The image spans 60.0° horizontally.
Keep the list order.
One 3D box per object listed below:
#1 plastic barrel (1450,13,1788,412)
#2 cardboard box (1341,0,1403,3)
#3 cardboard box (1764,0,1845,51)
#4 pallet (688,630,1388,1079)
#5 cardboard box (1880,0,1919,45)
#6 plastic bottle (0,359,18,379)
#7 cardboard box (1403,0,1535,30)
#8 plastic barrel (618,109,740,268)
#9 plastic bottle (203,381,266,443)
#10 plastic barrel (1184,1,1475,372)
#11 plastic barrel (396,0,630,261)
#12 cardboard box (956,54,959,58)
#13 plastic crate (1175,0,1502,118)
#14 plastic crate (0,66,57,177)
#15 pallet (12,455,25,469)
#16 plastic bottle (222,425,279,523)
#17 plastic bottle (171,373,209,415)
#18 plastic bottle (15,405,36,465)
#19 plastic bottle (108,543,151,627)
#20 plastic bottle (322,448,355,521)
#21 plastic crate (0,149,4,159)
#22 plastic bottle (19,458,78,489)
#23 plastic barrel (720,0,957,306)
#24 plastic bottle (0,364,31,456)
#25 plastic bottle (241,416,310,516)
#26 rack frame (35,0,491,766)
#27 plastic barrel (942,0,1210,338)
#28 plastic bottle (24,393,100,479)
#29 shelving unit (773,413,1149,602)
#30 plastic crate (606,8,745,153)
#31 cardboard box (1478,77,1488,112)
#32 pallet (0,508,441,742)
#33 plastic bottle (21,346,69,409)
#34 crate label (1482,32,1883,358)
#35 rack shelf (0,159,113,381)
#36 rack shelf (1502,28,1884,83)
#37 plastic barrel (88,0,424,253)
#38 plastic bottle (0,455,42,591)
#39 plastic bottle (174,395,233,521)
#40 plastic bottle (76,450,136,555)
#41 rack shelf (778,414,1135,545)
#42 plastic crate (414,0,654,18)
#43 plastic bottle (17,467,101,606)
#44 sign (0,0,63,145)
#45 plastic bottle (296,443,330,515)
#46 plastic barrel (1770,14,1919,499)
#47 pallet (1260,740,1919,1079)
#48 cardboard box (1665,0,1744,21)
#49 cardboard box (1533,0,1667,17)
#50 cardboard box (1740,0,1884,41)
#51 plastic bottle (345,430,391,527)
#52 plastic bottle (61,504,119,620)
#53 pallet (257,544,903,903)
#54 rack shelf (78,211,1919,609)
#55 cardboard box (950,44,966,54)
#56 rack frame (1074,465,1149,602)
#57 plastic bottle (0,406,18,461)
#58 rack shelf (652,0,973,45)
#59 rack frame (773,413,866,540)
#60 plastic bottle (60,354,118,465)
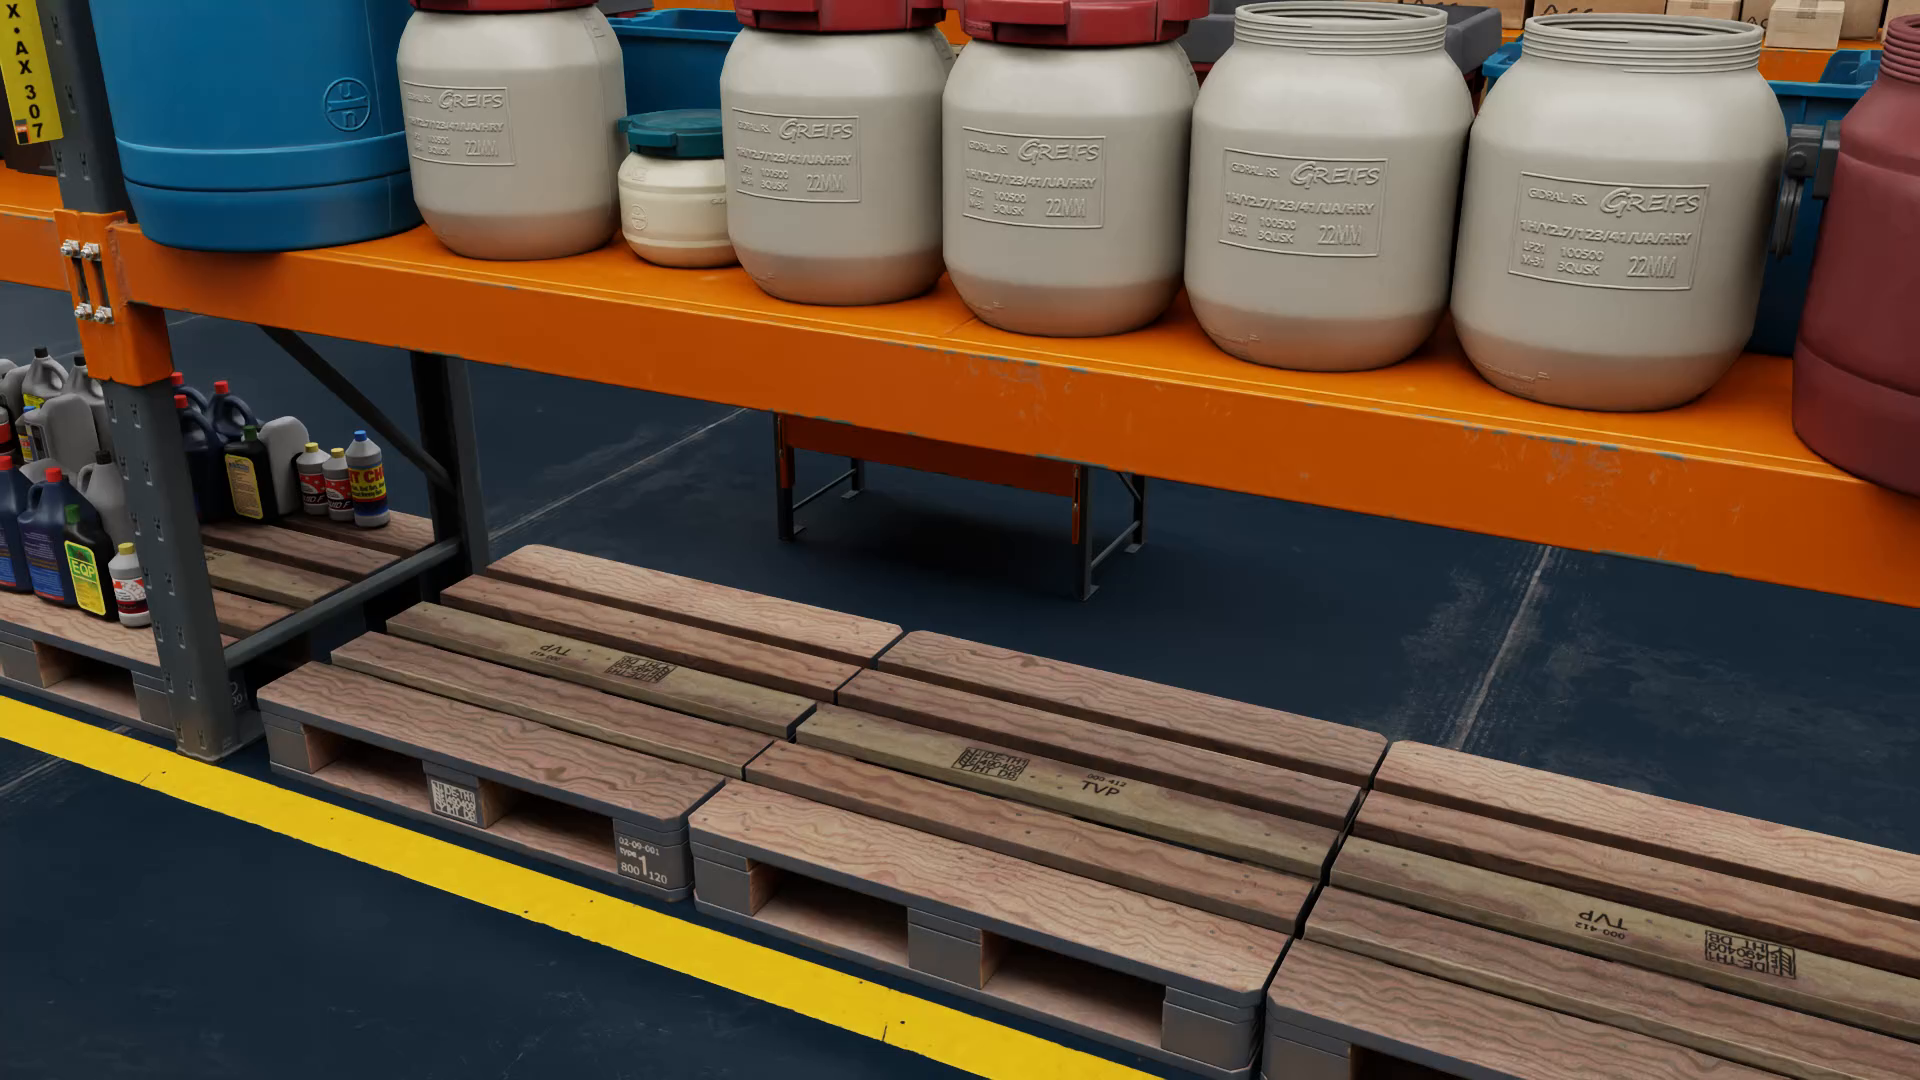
[{"bbox_3d":[0.941,-0.476,2.395,0.421,0.512,0.421,0,23,0],"label":"plastic barrel"},{"bbox_3d":[1.772,-2.565,7.321,0.500,0.500,0.500,13,26,28],"label":"cardboard box"},{"bbox_3d":[3.267,-1.994,6.427,0.250,0.149,0.380,11,25,25],"label":"cardboard box"},{"bbox_3d":[0.197,0.599,3.572,1.213,0.211,1.003,11,25,25],"label":"pallet"},{"bbox_3d":[3.889,-2.086,6.436,0.500,0.311,0.500,13,26,28],"label":"cardboard box"},{"bbox_3d":[-3.134,-0.454,5.404,0.135,0.276,0.152,11,26,25],"label":"plastic bottle"},{"bbox_3d":[2.219,-2.477,7.113,0.500,0.500,0.500,11,25,25],"label":"cardboard box"},{"bbox_3d":[-0.502,-0.673,3.177,0.301,0.262,0.301,0,23,0],"label":"plastic barrel"},{"bbox_3d":[-2.147,-0.295,4.934,0.185,0.351,0.144,12,26,26],"label":"plastic bottle"},{"bbox_3d":[0.565,-0.551,2.570,0.421,0.512,0.421,0,23,0],"label":"plastic barrel"},{"bbox_3d":[-0.859,-0.841,3.222,0.433,0.535,0.433,0,23,0],"label":"plastic barrel"},{"bbox_3d":[-0.098,-2.303,8.852,0.500,0.500,0.500,11,25,25],"label":"cardboard box"},{"bbox_3d":[0.652,-0.740,3.075,0.583,0.464,0.402,11,25,25],"label":"plastic crate"},{"bbox_3d":[-2.024,-1.133,4.160,0.504,0.338,0.767,11,25,25],"label":"plastic crate"},{"bbox_3d":[-3.287,-0.089,5.190,1.213,0.211,1.003,11,25,25],"label":"pallet"},{"bbox_3d":[-2.049,-0.196,4.788,0.133,0.283,0.061,11,25,25],"label":"plastic bottle"},{"bbox_3d":[-2.316,-0.329,5.012,0.185,0.351,0.144,10,25,22],"label":"plastic bottle"},{"bbox_3d":[-2.876,-0.318,5.178,0.097,0.201,0.097,0,23,0],"label":"plastic bottle"},{"bbox_3d":[-2.078,0.106,4.182,0.097,0.201,0.097,0,23,0],"label":"plastic bottle"},{"bbox_3d":[-1.791,-0.166,4.822,0.097,0.201,0.097,0,23,0],"label":"plastic bottle"},{"bbox_3d":[-2.724,-1.056,4.091,0.616,0.251,0.499,11,25,25],"label":"plastic crate"},{"bbox_3d":[-2.446,-0.076,4.515,0.135,0.276,0.152,11,25,25],"label":"plastic bottle"},{"bbox_3d":[-0.204,-0.712,2.917,0.433,0.535,0.433,0,23,0],"label":"plastic barrel"},{"bbox_3d":[-3.011,-0.430,5.346,0.135,0.276,0.152,10,25,23],"label":"plastic bottle"},{"bbox_3d":[-2.002,-0.230,4.877,0.135,0.276,0.152,12,26,26],"label":"plastic bottle"},{"bbox_3d":[-1.614,-1.024,3.826,0.127,3.000,1.000,11,25,25],"label":"rack frame"},{"bbox_3d":[0.182,-0.635,2.737,0.433,0.535,0.433,0,23,0],"label":"plastic barrel"},{"bbox_3d":[-2.739,-0.313,5.071,0.135,0.276,0.152,11,25,25],"label":"plastic bottle"},{"bbox_3d":[0.006,-0.516,5.027,1.048,1.125,0.538,11,25,25],"label":"shelving unit"},{"bbox_3d":[-0.489,-0.931,3.626,0.575,0.384,0.392,11,25,25],"label":"plastic crate"},{"bbox_3d":[4.004,-3.339,11.900,0.500,0.500,0.700,11,25,24],"label":"cardboard box"},{"bbox_3d":[-2.195,0.126,4.684,1.213,0.211,1.003,11,25,25],"label":"pallet"},{"bbox_3d":[-2.861,-0.436,5.266,0.185,0.351,0.144,12,26,27],"label":"plastic bottle"},{"bbox_3d":[1.191,-0.604,2.793,0.616,0.435,0.502,11,25,25],"label":"crate label"},{"bbox_3d":[-3.399,-1.046,4.797,4.000,0.370,1.077,11,25,25],"label":"rack shelf"},{"bbox_3d":[2.409,-2.069,7.202,4.000,0.370,1.077,11,25,25],"label":"rack shelf"},{"bbox_3d":[-1.406,-1.081,3.318,0.708,0.901,0.600,11,25,25],"label":"plastic barrel"},{"bbox_3d":[-2.490,-0.055,4.368,0.185,0.351,0.144,10,25,22],"label":"plastic bottle"},{"bbox_3d":[-2.212,-0.245,4.816,0.185,0.351,0.144,11,25,25],"label":"plastic bottle"},{"bbox_3d":[-2.254,-0.071,4.407,0.185,0.351,0.144,11,25,25],"label":"plastic bottle"},{"bbox_3d":[0.006,-0.291,5.123,1.000,0.278,0.538,11,25,25],"label":"rack shelf"},{"bbox_3d":[-1.044,-1.075,3.863,0.583,0.464,0.402,11,25,25],"label":"plastic crate"},{"bbox_3d":[-2.319,-0.021,4.289,0.185,0.351,0.144,10,25,23],"label":"plastic bottle"},{"bbox_3d":[-1.872,-0.961,3.324,0.005,0.325,0.100,11,25,25],"label":"sign"},{"bbox_3d":[-1.882,-0.184,4.864,0.097,0.201,0.097,0,23,0],"label":"plastic bottle"},{"bbox_3d":[1.405,-0.357,2.082,0.708,0.536,0.600,11,25,25],"label":"plastic barrel"},{"bbox_3d":[1.282,0.815,3.064,1.213,0.211,1.003,11,25,25],"label":"pallet"},{"bbox_3d":[3.030,-2.137,6.764,0.250,0.149,0.380,13,26,28],"label":"cardboard box"},{"bbox_3d":[2.689,-2.384,6.895,0.500,0.500,0.500,10,25,22],"label":"cardboard box"},{"bbox_3d":[3.483,-2.232,6.779,0.500,0.311,0.500,11,25,24],"label":"cardboard box"},{"bbox_3d":[-1.701,-0.181,4.766,0.097,0.271,0.097,0,23,0],"label":"plastic bottle"},{"bbox_3d":[-2.192,0.054,4.200,0.133,0.283,0.061,13,26,27],"label":"plastic bottle"},{"bbox_3d":[-0.896,0.384,4.077,1.213,0.211,1.003,11,25,25],"label":"pallet"},{"bbox_3d":[0.171,-0.340,3.136,4.000,0.370,1.077,11,25,25],"label":"rack shelf"},{"bbox_3d":[-0.137,-4.002,13.702,0.500,0.311,0.500,8,24,19],"label":"cardboard box"},{"bbox_3d":[0.460,-0.427,4.816,0.032,1.125,0.500,11,25,25],"label":"rack frame"},{"bbox_3d":[-3.050,-0.349,5.251,0.097,0.201,0.097,0,23,0],"label":"plastic bottle"},{"bbox_3d":[-1.161,-2.776,8.863,4.000,0.370,1.077,11,25,25],"label":"rack shelf"},{"bbox_3d":[-0.448,-0.606,5.238,0.032,1.125,0.500,11,25,25],"label":"rack frame"},{"bbox_3d":[-2.695,-0.404,5.189,0.185,0.351,0.144,11,25,24],"label":"plastic bottle"}]
